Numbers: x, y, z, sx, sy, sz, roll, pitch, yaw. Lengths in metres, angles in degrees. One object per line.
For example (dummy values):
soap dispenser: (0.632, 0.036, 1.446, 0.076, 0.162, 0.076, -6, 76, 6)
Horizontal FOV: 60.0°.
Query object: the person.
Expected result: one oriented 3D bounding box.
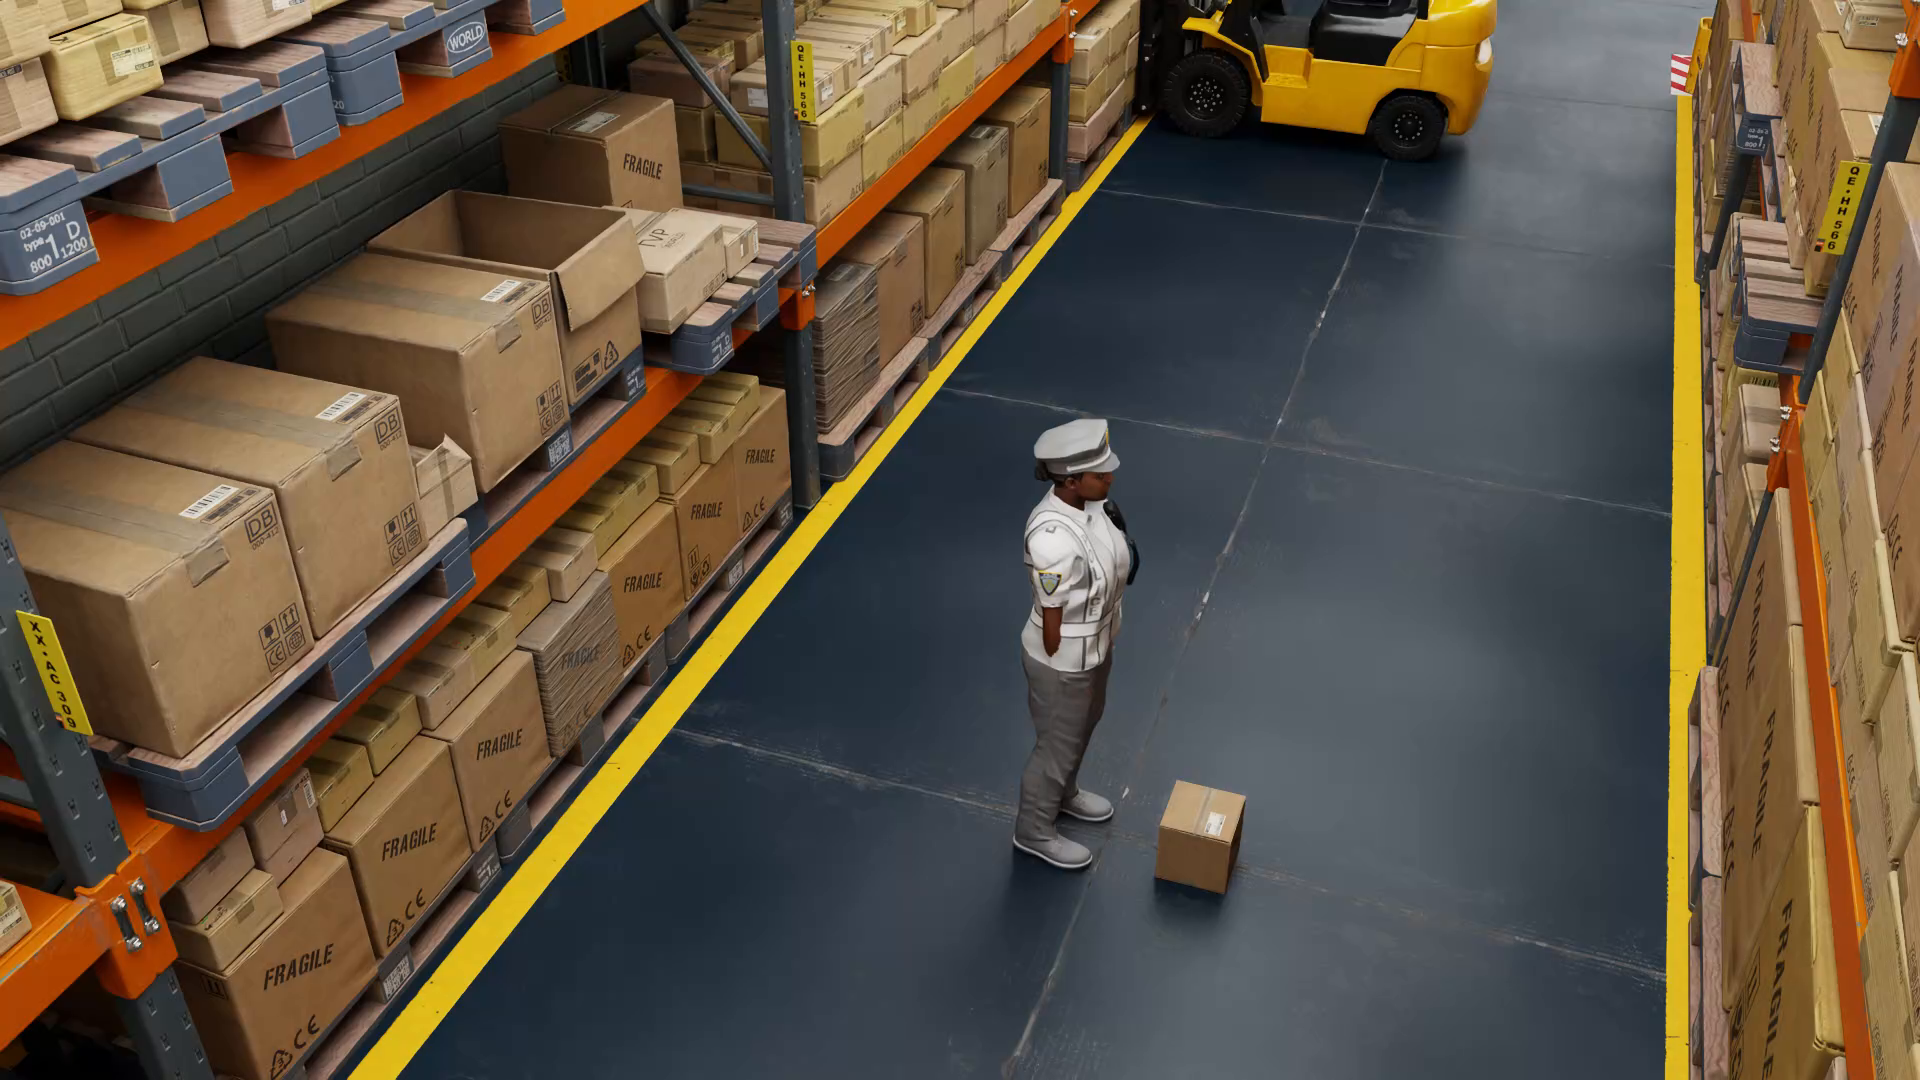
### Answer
person: (0.389, 0.352, 5.593, 0.338, 1.683, 0.435, 13, 36, 18)
